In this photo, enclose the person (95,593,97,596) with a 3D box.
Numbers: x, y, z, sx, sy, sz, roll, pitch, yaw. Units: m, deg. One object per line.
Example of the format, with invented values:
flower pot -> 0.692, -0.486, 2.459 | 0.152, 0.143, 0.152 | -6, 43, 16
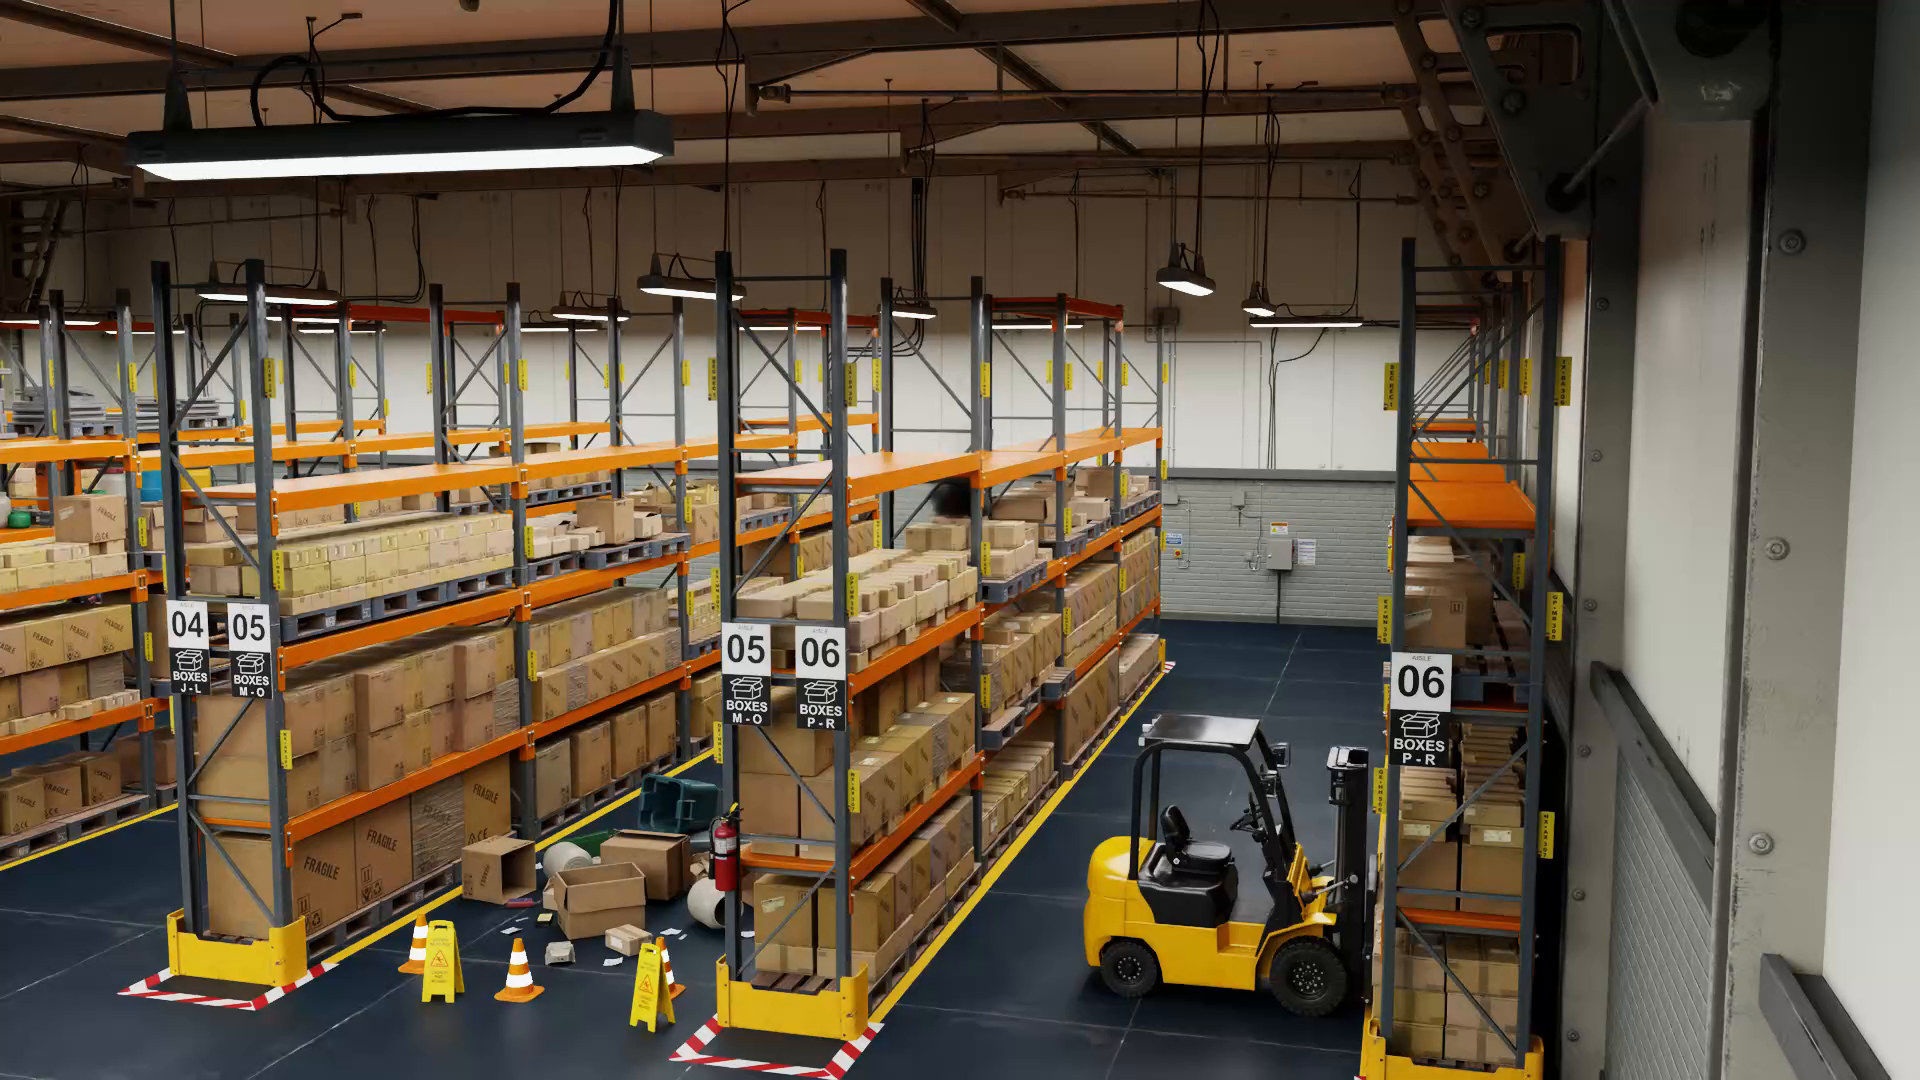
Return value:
person -> -15.089, 1.227, 29.389 | 0.573, 1.733, 0.812 | 0, 6, 4
